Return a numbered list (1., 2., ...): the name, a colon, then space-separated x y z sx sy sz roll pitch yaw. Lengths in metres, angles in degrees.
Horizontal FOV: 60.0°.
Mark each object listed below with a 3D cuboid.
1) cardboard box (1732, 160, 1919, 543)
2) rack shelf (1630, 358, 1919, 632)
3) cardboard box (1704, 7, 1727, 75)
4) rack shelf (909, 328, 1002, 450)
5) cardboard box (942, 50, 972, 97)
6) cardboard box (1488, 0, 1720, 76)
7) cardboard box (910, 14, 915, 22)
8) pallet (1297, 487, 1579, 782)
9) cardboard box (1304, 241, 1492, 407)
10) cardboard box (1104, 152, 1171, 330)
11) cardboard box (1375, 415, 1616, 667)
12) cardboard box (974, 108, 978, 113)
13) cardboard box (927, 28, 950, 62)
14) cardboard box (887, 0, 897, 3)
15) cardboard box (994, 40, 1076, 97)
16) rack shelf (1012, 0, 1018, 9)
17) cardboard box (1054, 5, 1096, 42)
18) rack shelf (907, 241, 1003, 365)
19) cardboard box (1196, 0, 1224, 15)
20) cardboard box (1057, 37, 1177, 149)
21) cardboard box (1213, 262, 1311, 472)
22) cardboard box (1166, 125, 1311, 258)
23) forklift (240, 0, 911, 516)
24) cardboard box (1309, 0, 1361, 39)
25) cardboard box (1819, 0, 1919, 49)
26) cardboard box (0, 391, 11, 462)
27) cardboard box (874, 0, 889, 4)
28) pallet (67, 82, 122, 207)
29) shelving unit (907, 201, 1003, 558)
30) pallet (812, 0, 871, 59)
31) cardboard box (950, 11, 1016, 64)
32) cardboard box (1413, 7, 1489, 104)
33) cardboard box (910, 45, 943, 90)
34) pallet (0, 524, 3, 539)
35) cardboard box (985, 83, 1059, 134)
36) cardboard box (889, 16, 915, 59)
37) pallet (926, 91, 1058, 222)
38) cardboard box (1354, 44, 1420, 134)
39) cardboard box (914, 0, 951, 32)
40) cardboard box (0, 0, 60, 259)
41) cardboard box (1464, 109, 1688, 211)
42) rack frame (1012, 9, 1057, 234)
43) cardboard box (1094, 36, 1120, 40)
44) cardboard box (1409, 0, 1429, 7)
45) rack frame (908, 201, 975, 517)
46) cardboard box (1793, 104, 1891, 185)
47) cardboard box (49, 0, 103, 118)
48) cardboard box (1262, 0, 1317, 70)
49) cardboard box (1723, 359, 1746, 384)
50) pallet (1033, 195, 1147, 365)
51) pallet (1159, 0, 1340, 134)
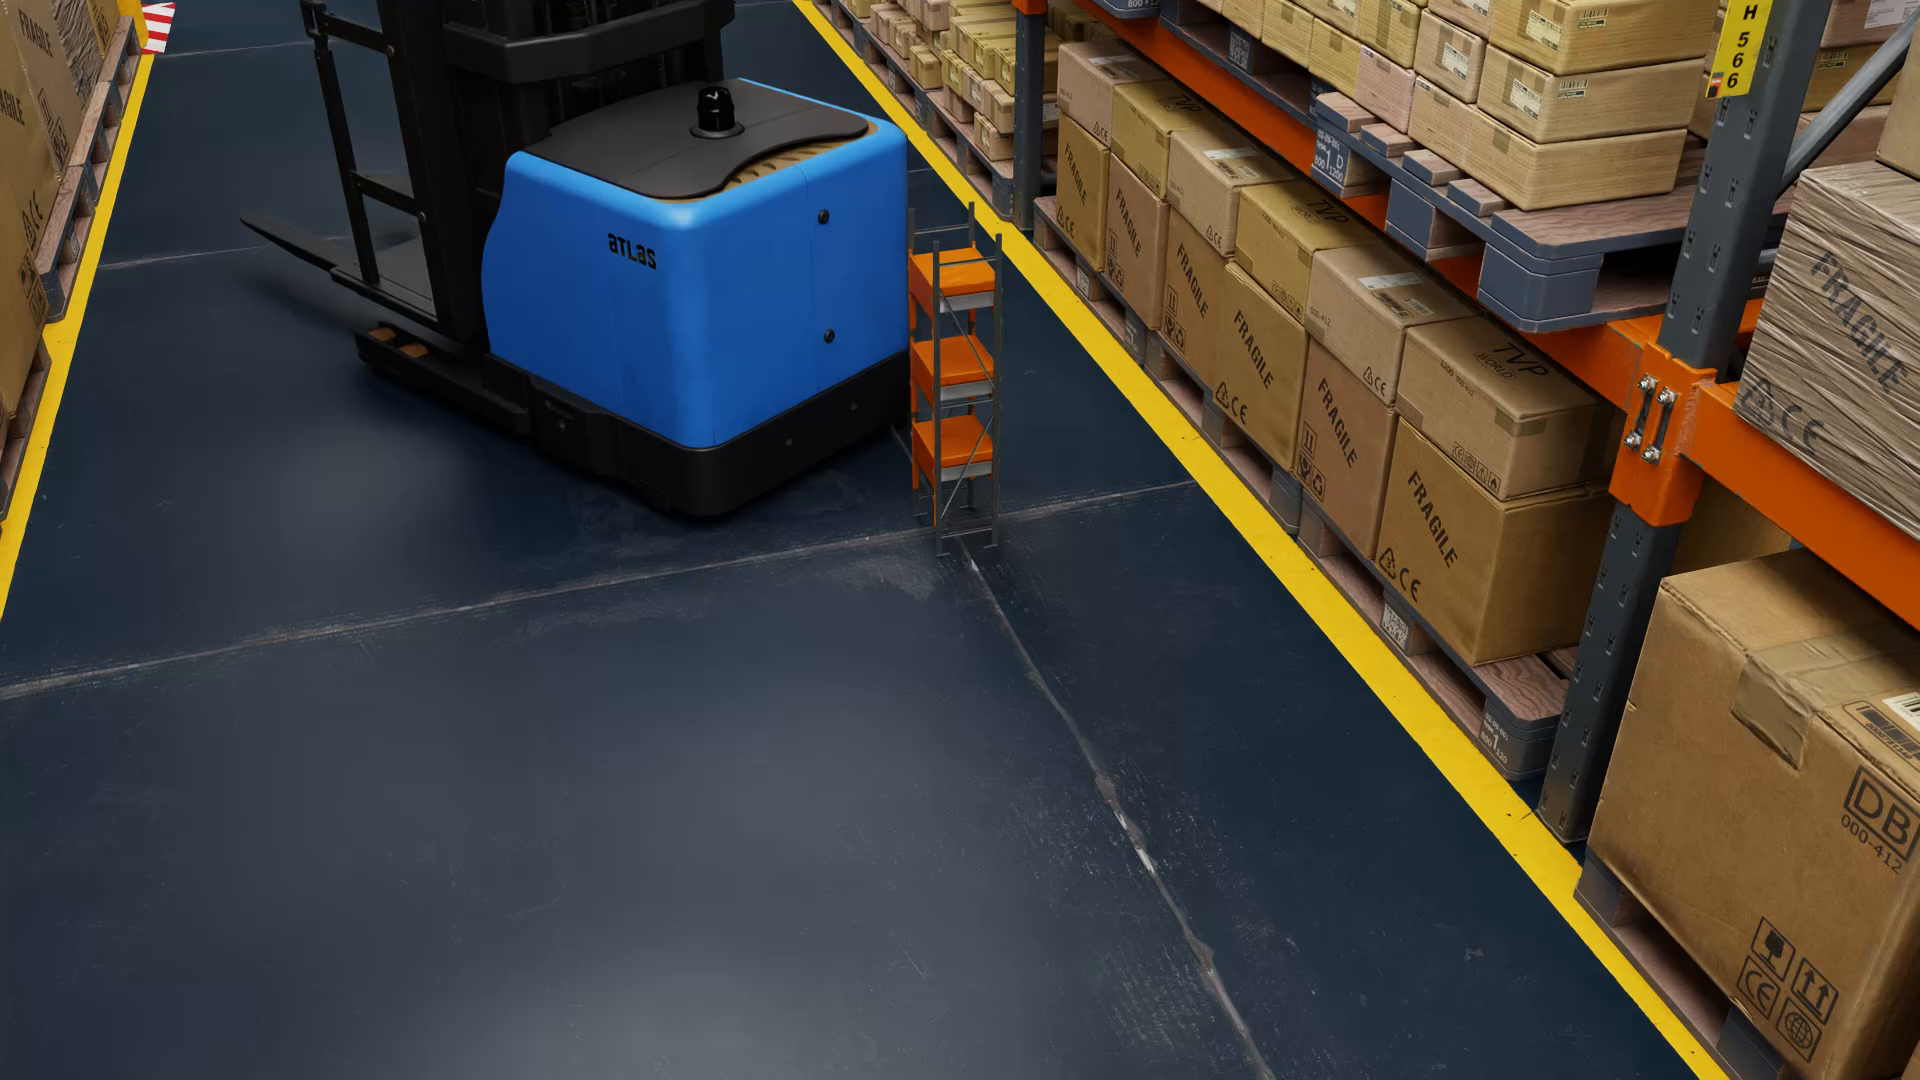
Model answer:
1. cardboard box: 1.825 -0.370 2.998 0.500 0.500 0.500 -10 35 -14
2. rack shelf: 2.555 0.741 2.061 1.077 0.370 4.000 -10 35 -15
3. cardboard box: 1.904 -1.234 3.973 0.380 0.149 0.250 -8 34 -12
4. rack shelf: -0.016 -0.457 5.009 0.215 0.259 0.240 -10 35 -15
5. cardboard box: 0.133 -2.209 7.807 0.380 0.149 0.250 -11 35 -16
6. cardboard box: 1.359 -1.108 3.514 0.380 0.149 0.250 -11 35 -17
7. cardboard box: -0.050 -2.779 8.670 0.380 0.149 0.250 -8 34 -12
8. pallet: 1.708 0.143 4.841 1.003 0.211 1.213 -10 35 -15
9. cardboard box: 1.322 -0.633 4.693 0.500 0.250 0.500 -10 35 -14
10. cardboard box: 0.861 -1.132 6.128 0.500 0.500 0.500 -8 34 -13
11. cardboard box: 1.495 -0.043 4.481 0.500 0.500 0.500 -10 35 -15
12. cardboard box: 0.281 -1.994 7.752 0.380 0.149 0.250 -9 35 -13
13. cardboard box: 0.054 -2.488 8.229 0.380 0.149 0.250 -9 35 -14
14. cardboard box: -0.245 -3.058 9.092 0.380 0.149 0.250 -12 35 -17
15. cardboard box: 0.368 -2.087 7.352 0.380 0.149 0.250 -9 35 -13
16. rack shelf: 0.115 -3.459 8.417 1.077 0.370 4.000 -10 35 -15
17. cardboard box: 0.665 -2.438 7.885 0.380 0.149 0.250 -10 35 -15
18. rack shelf: -0.016 -0.694 4.852 0.215 0.259 0.240 -10 35 -15
19. cardboard box: 0.884 -1.678 4.916 0.380 0.149 0.250 -12 35 -17
20. cardboard box: 0.699 -1.722 6.342 0.500 0.250 0.500 -12 35 -17
21. cardboard box: 1.164 -0.591 5.311 0.500 0.500 0.500 -12 35 -17
22. cardboard box: 1.015 -1.175 5.513 0.500 0.250 0.500 -9 34 -13
23. forklift: -1.607 -1.973 5.578 3.031 2.935 1.130 25 41 33
24. cardboard box: 1.119 -1.396 4.218 0.380 0.149 0.250 -10 35 -15
25. cardboard box: 1.987 -1.206 3.661 0.380 0.149 0.250 -10 35 -15
26. cardboard box: -3.542 -0.416 4.704 1.225 0.875 0.875 -11 35 -16
27. cardboard box: -0.258 -2.943 9.188 0.380 0.149 0.250 -10 35 -15
28. pallet: -4.563 -1.819 7.812 1.003 0.211 1.213 -10 35 -15
29. shelving unit: -0.016 -0.466 5.003 0.215 1.050 0.252 -10 35 -15
30. pallet: -0.258 -3.174 9.862 1.003 0.211 1.213 -10 35 -15
31. cardboard box: 0.170 -2.344 7.741 0.380 0.149 0.250 -10 35 -15
32. cardboard box: 1.278 -1.127 3.811 0.380 0.149 0.250 -9 34 -13
33. cardboard box: -0.035 -2.387 8.347 0.380 0.149 0.250 -10 35 -15
34. pallet: -3.347 0.269 4.651 1.003 0.211 1.213 -10 35 -15
35. cardboard box: 0.326 -1.931 7.387 0.380 0.149 0.250 -9 35 -14
36. cardboard box: -0.156 -2.657 8.755 0.380 0.149 0.250 -10 35 -15
37. pallet: 0.486 -1.893 7.923 1.003 0.211 1.213 -10 35 -15
38. cardboard box: 1.204 -1.127 4.082 0.380 0.149 0.250 -9 35 -14
39. cardboard box: -0.005 -2.620 8.159 0.380 0.149 0.250 -12 35 -17
40. cardboard box: -4.155 -1.577 6.462 0.875 0.875 0.875 -10 35 -15
41. cardboard box: 1.357 -0.862 3.680 0.380 0.149 0.250 -9 35 -14
42. rack frame: 0.725 -2.710 6.630 1.000 3.000 0.127 -10 35 -15
43. cardboard box: 0.817 -2.159 7.462 0.380 0.149 0.250 -9 34 -13
44. cardboard box: 1.205 -1.378 3.922 0.380 0.149 0.250 -9 35 -13
45. rack frame: -0.054 -0.530 5.100 0.200 1.050 0.008 -10 35 -15
46. cardboard box: 2.001 -0.949 3.812 0.380 0.149 0.250 -10 35 -15
47. cardboard box: -4.701 -2.517 7.885 0.875 0.875 0.875 -10 35 -15
48. cardboard box: 1.048 -1.400 4.494 0.380 0.149 0.250 -12 35 -17
49. cardboard box: 1.965 -0.457 4.428 0.500 0.250 0.500 -12 35 -17
50. pallet: 0.964 -1.138 6.780 1.003 0.211 1.213 -10 35 -15
51. pallet: 1.302 -1.562 5.067 1.003 0.211 1.213 -10 35 -15
